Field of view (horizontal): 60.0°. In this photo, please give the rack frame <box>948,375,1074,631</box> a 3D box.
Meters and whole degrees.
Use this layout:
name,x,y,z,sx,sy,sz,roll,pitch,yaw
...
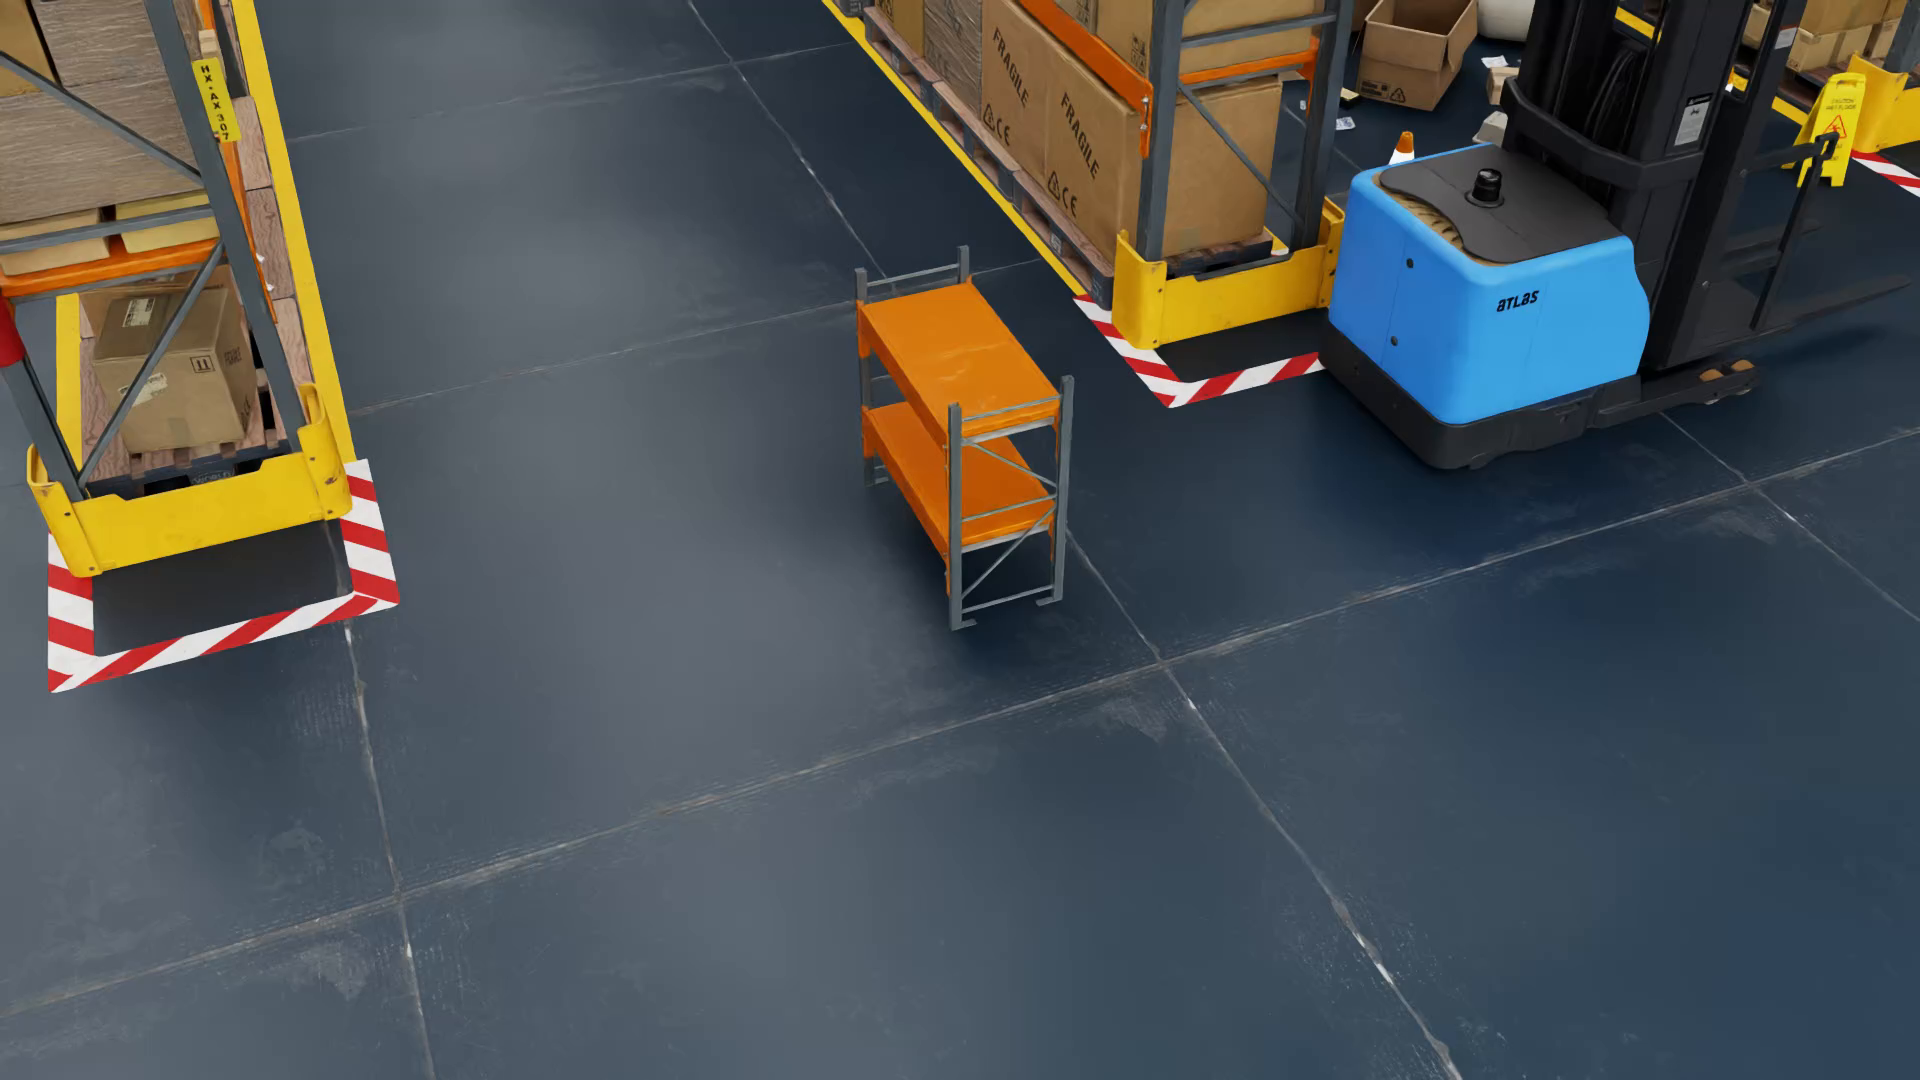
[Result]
name,x,y,z,sx,sy,sz,roll,pitch,yaw
rack frame,0.192,-0.124,6.532,0.500,1.125,0.032,-15,43,-17

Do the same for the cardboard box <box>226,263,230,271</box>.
name,x,y,z,sx,sy,sz,roll,pitch,yaw
cardboard box,-3.973,-1.492,8.280,0.500,0.500,0.500,-11,42,-13

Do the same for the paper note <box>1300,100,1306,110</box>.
name,x,y,z,sx,sy,sz,roll,pitch,yaw
paper note,2.147,-2.723,10.409,0.032,0.001,0.123,5,41,6

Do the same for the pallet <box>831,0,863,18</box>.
name,x,y,z,sx,sy,sz,roll,pitch,yaw
pallet,-0.541,-4.142,11.904,1.003,0.211,1.213,-15,43,-17

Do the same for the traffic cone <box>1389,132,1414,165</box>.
name,x,y,z,sx,sy,sz,roll,pitch,yaw
traffic cone,2.463,-2.056,9.286,0.336,0.463,0.334,-15,43,-17

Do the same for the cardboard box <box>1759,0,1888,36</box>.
name,x,y,z,sx,sy,sz,roll,pitch,yaw
cardboard box,5.342,-3.458,10.182,0.500,0.500,0.500,-15,43,-17

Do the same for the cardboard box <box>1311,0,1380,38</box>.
name,x,y,z,sx,sy,sz,roll,pitch,yaw
cardboard box,2.513,-3.732,11.100,0.797,0.637,0.503,-15,43,-17

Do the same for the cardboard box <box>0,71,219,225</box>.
name,x,y,z,sx,sy,sz,roll,pitch,yaw
cardboard box,-3.452,-1.656,6.570,0.875,0.500,0.500,-15,43,-17

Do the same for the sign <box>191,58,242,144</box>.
name,x,y,z,sx,sy,sz,roll,pitch,yaw
sign,-2.766,-1.631,6.182,0.100,0.325,0.005,-15,43,-17

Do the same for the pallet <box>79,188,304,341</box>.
name,x,y,z,sx,sy,sz,roll,pitch,yaw
pallet,-4.037,-1.387,8.701,1.003,0.211,1.213,-15,43,-17

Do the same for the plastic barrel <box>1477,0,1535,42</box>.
name,x,y,z,sx,sy,sz,roll,pitch,yaw
plastic barrel,3.700,-3.529,11.029,0.512,0.421,0.421,12,42,13

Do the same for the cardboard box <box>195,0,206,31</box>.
name,x,y,z,sx,sy,sz,roll,pitch,yaw
cardboard box,-3.883,-2.518,8.070,0.380,0.149,0.250,-15,43,-17

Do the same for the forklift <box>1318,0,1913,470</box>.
name,x,y,z,sx,sy,sz,roll,pitch,yaw
forklift,3.324,-2.064,7.402,3.031,2.935,1.130,-16,43,-18

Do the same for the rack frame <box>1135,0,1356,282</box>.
name,x,y,z,sx,sy,sz,roll,pitch,yaw
rack frame,1.354,-2.343,7.675,1.000,3.000,0.127,-15,43,-17

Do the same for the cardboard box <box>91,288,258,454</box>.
name,x,y,z,sx,sy,sz,roll,pitch,yaw
cardboard box,-3.490,-0.759,7.427,0.500,0.500,0.500,-8,41,-9

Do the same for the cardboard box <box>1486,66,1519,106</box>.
name,x,y,z,sx,sy,sz,roll,pitch,yaw
cardboard box,3.522,-2.843,10.443,0.380,0.149,0.250,5,41,6

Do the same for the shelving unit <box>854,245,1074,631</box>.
name,x,y,z,sx,sy,sz,roll,pitch,yaw
shelving unit,-0.003,-0.431,6.888,0.538,1.125,1.048,-15,43,-17

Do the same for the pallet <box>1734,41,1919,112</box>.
name,x,y,z,sx,sy,sz,roll,pitch,yaw
pallet,5.582,-3.126,10.723,1.003,0.211,1.213,-15,43,-17

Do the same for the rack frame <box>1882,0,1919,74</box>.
name,x,y,z,sx,sy,sz,roll,pitch,yaw
rack frame,5.889,-3.639,9.181,1.000,3.000,0.127,-15,43,-17

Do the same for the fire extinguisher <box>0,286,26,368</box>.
name,x,y,z,sx,sy,sz,roll,pitch,yaw
fire extinguisher,-3.649,-0.954,6.118,0.296,0.674,0.183,-15,43,-17

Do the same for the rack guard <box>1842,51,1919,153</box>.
name,x,y,z,sx,sy,sz,roll,pitch,yaw
rack guard,5.860,-2.737,10.050,1.175,0.500,0.348,-15,43,-17

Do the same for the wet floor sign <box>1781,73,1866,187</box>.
name,x,y,z,sx,sy,sz,roll,pitch,yaw
wet floor sign,4.973,-2.365,9.505,0.267,0.644,0.232,-2,41,-2

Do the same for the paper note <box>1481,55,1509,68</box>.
name,x,y,z,sx,sy,sz,roll,pitch,yaw
paper note,3.502,-3.131,10.876,0.148,0.019,0.142,-2,41,-2

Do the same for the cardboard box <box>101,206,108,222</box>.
name,x,y,z,sx,sy,sz,roll,pitch,yaw
cardboard box,-3.662,-1.343,6.703,0.380,0.149,0.250,-15,43,-17

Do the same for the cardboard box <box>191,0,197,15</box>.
name,x,y,z,sx,sy,sz,roll,pitch,yaw
cardboard box,-3.410,-2.399,6.667,0.500,0.500,0.500,-15,43,-17

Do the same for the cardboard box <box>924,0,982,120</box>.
name,x,y,z,sx,sy,sz,roll,pitch,yaw
cardboard box,0.348,-3.168,9.941,0.875,0.875,0.875,-15,43,-17

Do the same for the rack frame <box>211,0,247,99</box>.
name,x,y,z,sx,sy,sz,roll,pitch,yaw
rack frame,-4.797,-3.576,9.108,1.000,3.000,0.127,-15,43,-17

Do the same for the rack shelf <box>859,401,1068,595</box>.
name,x,y,z,sx,sy,sz,roll,pitch,yaw
rack shelf,-0.003,-0.245,7.047,0.538,0.278,1.000,-15,43,-17

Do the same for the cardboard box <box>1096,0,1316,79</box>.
name,x,y,z,sx,sy,sz,roll,pitch,yaw
cardboard box,1.171,-2.612,7.872,0.875,0.550,0.550,-15,43,-17

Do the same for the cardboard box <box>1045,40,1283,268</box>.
name,x,y,z,sx,sy,sz,roll,pitch,yaw
cardboard box,1.034,-2.089,8.686,0.875,0.875,0.875,-15,43,-17

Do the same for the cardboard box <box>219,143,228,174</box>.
name,x,y,z,sx,sy,sz,roll,pitch,yaw
cardboard box,-3.315,-1.613,7.017,0.380,0.149,0.250,-15,43,-17

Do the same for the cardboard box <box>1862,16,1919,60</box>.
name,x,y,z,sx,sy,sz,roll,pitch,yaw
cardboard box,5.836,-3.311,10.586,0.500,0.250,0.500,-15,43,-17

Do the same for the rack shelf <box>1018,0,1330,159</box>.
name,x,y,z,sx,sy,sz,roll,pitch,yaw
rack shelf,0.589,-3.275,9.310,1.077,0.370,4.000,-15,43,-17

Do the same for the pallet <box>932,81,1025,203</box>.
name,x,y,z,sx,sy,sz,roll,pitch,yaw
pallet,0.513,-2.482,9.974,1.003,0.211,1.213,-15,43,-17

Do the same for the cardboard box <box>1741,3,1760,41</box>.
name,x,y,z,sx,sy,sz,roll,pitch,yaw
cardboard box,5.140,-3.490,10.794,0.500,0.250,0.500,-15,43,-17

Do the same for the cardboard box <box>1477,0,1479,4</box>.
name,x,y,z,sx,sy,sz,roll,pitch,yaw
cardboard box,3.511,-4.117,11.652,0.500,0.500,0.500,12,42,13

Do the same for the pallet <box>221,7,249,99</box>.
name,x,y,z,sx,sy,sz,roll,pitch,yaw
pallet,-5.097,-2.988,10.563,1.003,0.211,1.213,-15,43,-17
